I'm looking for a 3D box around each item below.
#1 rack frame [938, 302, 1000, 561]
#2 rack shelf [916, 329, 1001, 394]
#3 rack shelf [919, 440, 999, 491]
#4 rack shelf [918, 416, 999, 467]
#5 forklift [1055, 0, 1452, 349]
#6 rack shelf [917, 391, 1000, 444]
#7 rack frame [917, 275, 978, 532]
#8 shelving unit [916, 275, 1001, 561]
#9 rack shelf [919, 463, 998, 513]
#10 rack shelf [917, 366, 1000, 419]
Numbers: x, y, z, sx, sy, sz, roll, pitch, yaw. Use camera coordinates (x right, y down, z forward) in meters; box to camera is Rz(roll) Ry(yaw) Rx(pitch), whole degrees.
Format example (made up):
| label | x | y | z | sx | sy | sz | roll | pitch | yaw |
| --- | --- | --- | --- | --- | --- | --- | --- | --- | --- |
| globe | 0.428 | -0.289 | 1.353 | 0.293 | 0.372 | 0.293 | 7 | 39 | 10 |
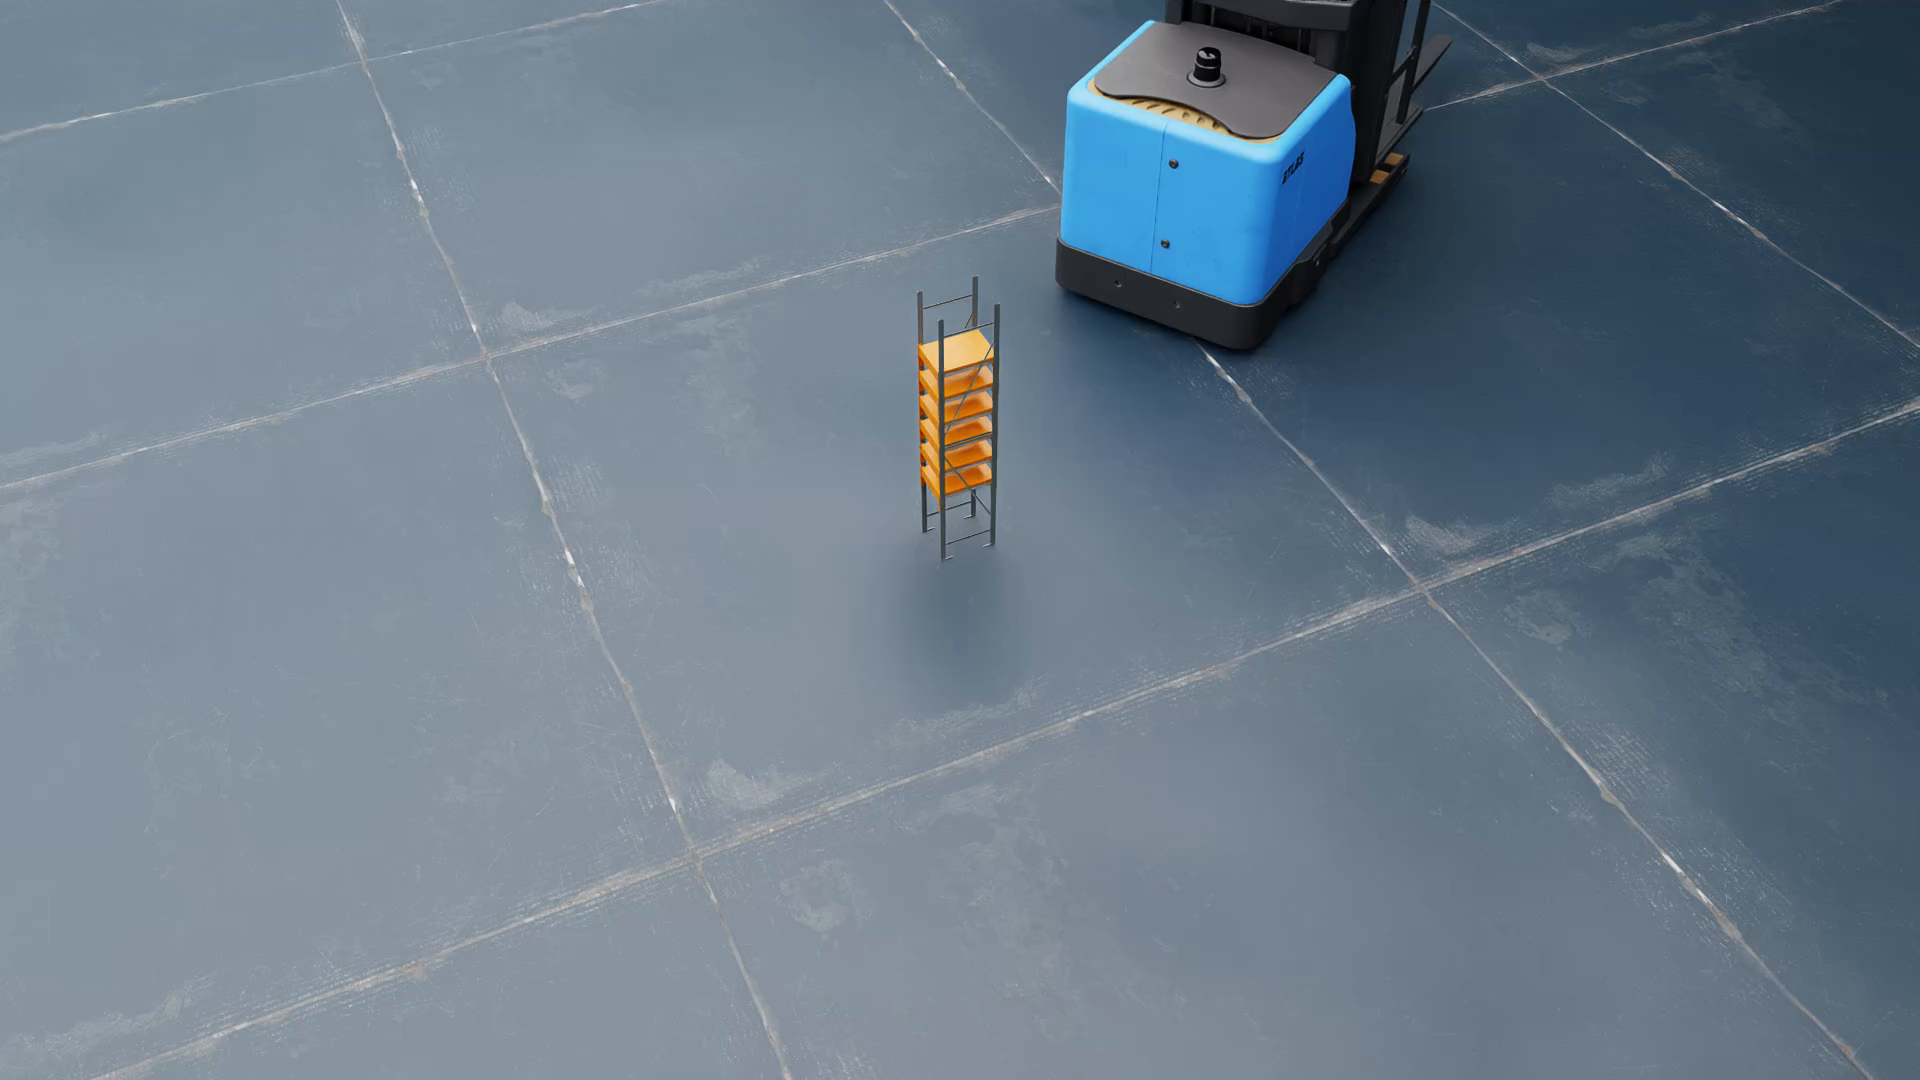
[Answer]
| label | x | y | z | sx | sy | sz | roll | pitch | yaw |
| --- | --- | --- | --- | --- | --- | --- | --- | --- | --- |
| rack frame | 0.032 | -0.378 | 6.279 | 0.240 | 1.200 | 0.006 | -18 | 47 | -17 |
| rack shelf | -0.006 | -0.661 | 6.116 | 0.258 | 0.103 | 0.180 | -18 | 47 | -17 |
| rack shelf | -0.006 | -0.319 | 6.453 | 0.258 | 0.103 | 0.180 | -18 | 47 | -17 |
| rack shelf | -0.006 | -0.405 | 6.369 | 0.258 | 0.103 | 0.180 | -18 | 47 | -17 |
| forklift | 1.661 | -2.921 | 7.624 | 1.130 | 2.935 | 3.031 | 24 | 49 | 22 |
| rack shelf | -0.006 | -0.490 | 6.285 | 0.258 | 0.103 | 0.180 | -18 | 47 | -17 |
| rack frame | -0.045 | -0.495 | 6.397 | 0.240 | 1.200 | 0.006 | -18 | 47 | -17 |
| shelving unit | -0.006 | -0.436 | 6.338 | 0.258 | 1.200 | 0.189 | -18 | 47 | -17 |
| rack shelf | -0.006 | -0.234 | 6.538 | 0.258 | 0.103 | 0.180 | -18 | 47 | -17 |
| rack shelf | -0.006 | -0.576 | 6.201 | 0.258 | 0.103 | 0.180 | -18 | 47 | -17 |
